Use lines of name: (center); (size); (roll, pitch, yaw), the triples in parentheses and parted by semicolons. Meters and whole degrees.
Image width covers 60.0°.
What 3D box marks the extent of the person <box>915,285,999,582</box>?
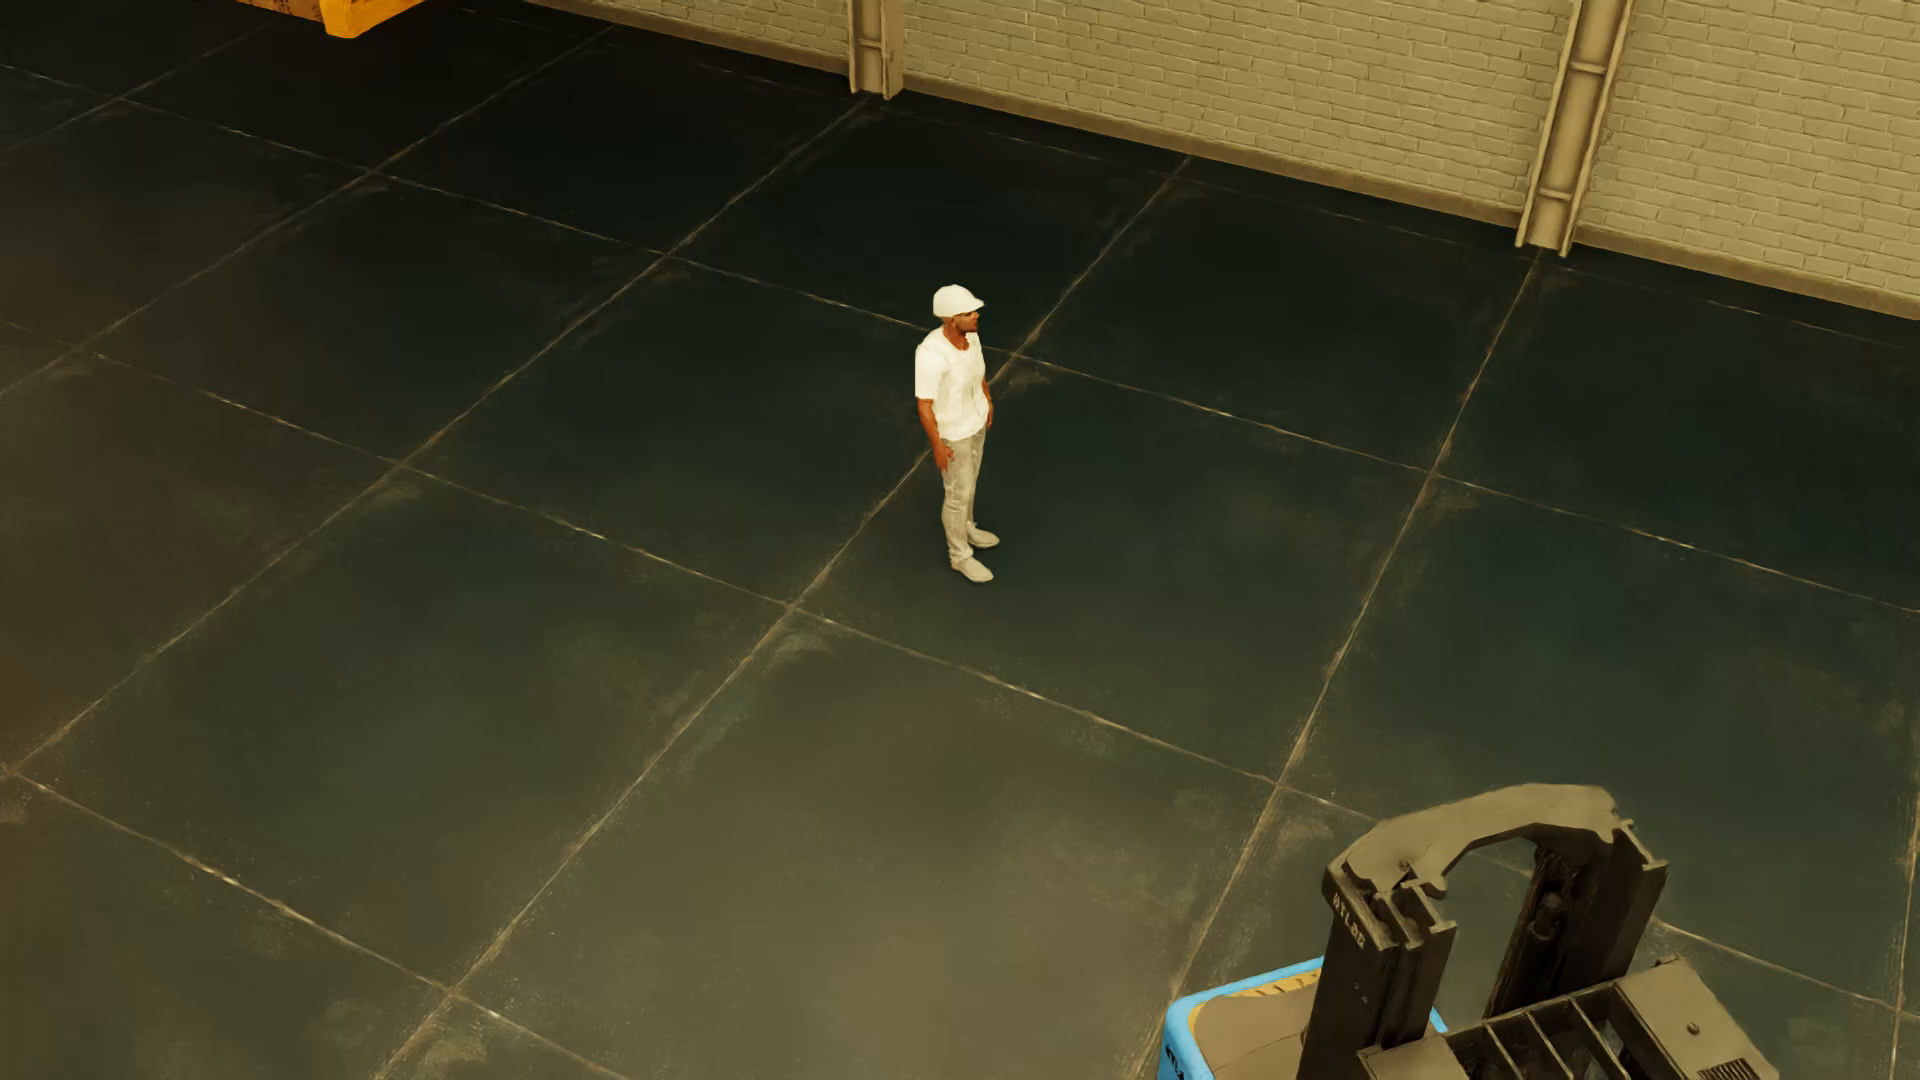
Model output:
person: (0.059, -0.657, 9.660); (0.576, 1.766, 0.665); (18, 43, 21)

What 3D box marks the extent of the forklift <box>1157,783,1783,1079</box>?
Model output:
forklift: (1.726, 2.303, 5.252); (1.130, 2.935, 3.031); (-12, 42, -14)
